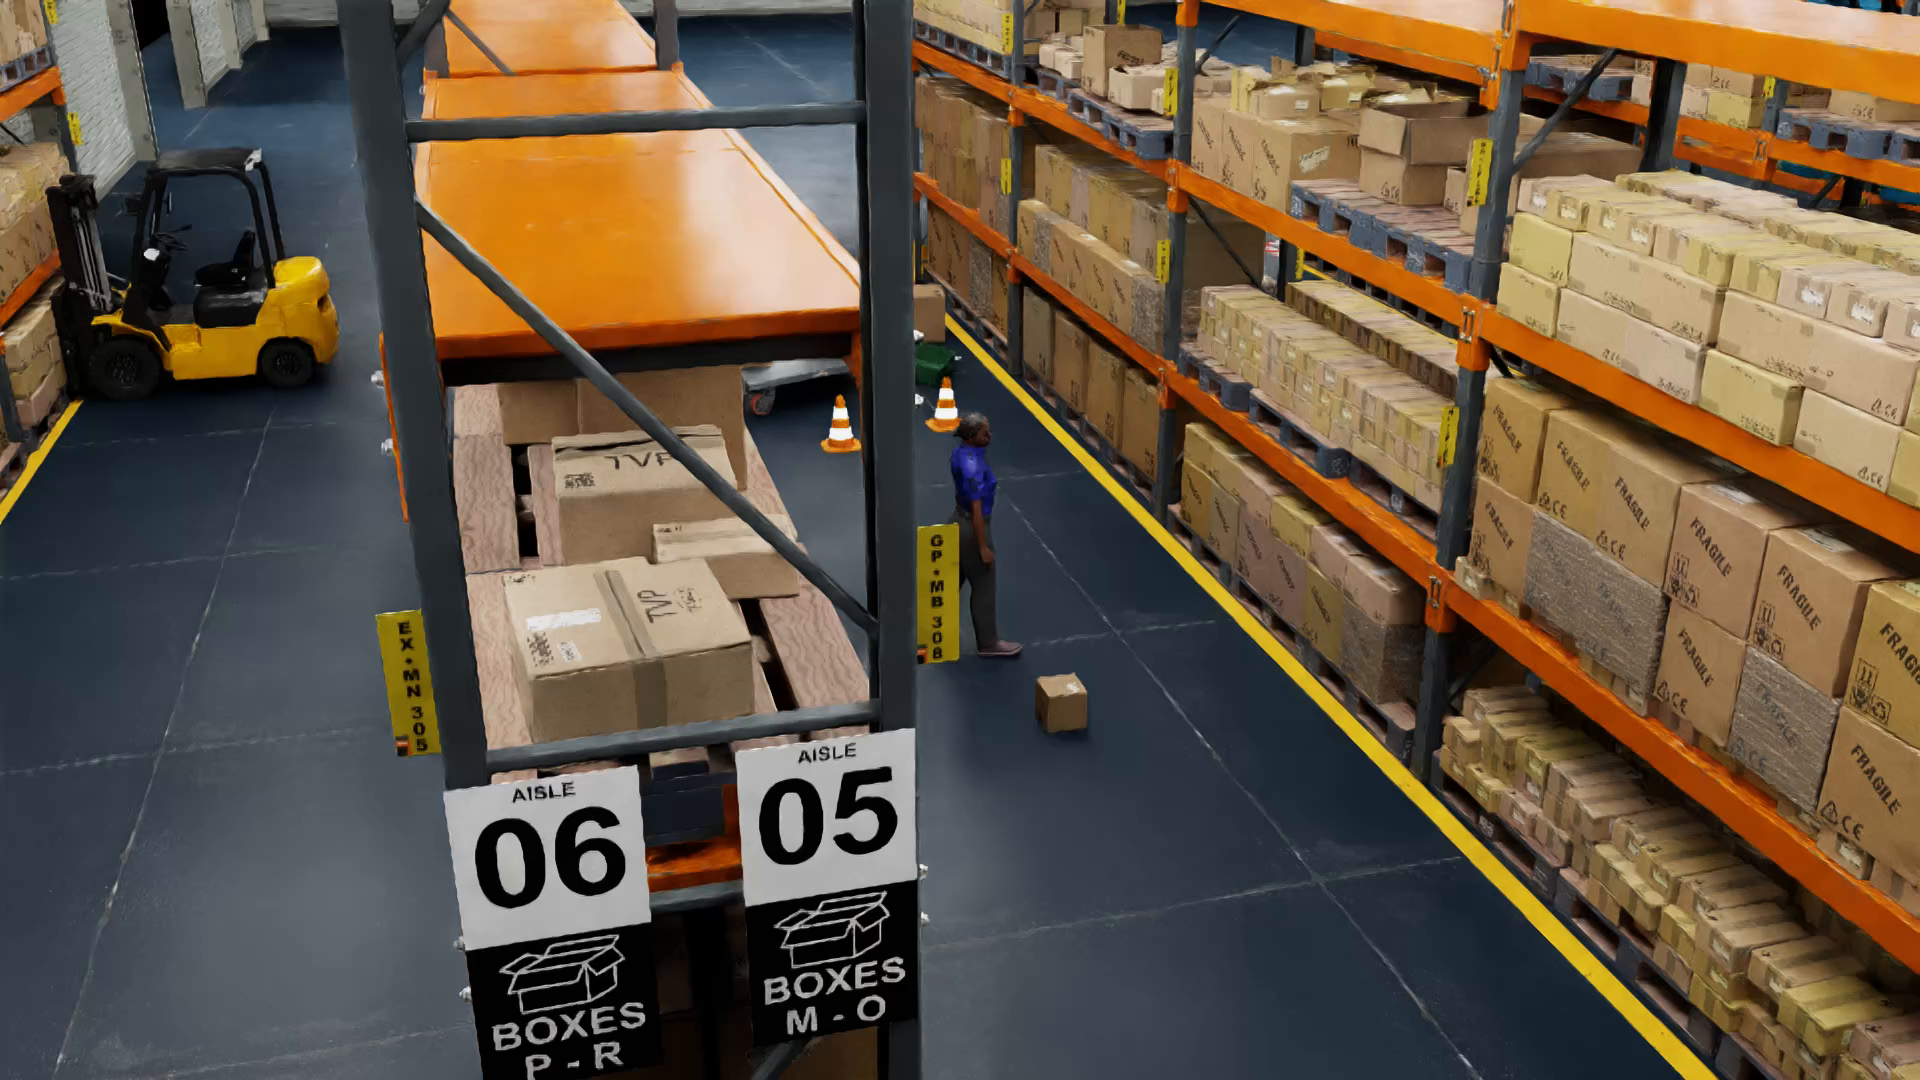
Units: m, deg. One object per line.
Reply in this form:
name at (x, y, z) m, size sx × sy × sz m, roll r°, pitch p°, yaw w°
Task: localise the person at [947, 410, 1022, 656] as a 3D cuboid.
person at (0.109, -0.043, 10.704) m, size 0.562 × 1.649 × 0.639 m, roll -6°, pitch 24°, yaw -13°
